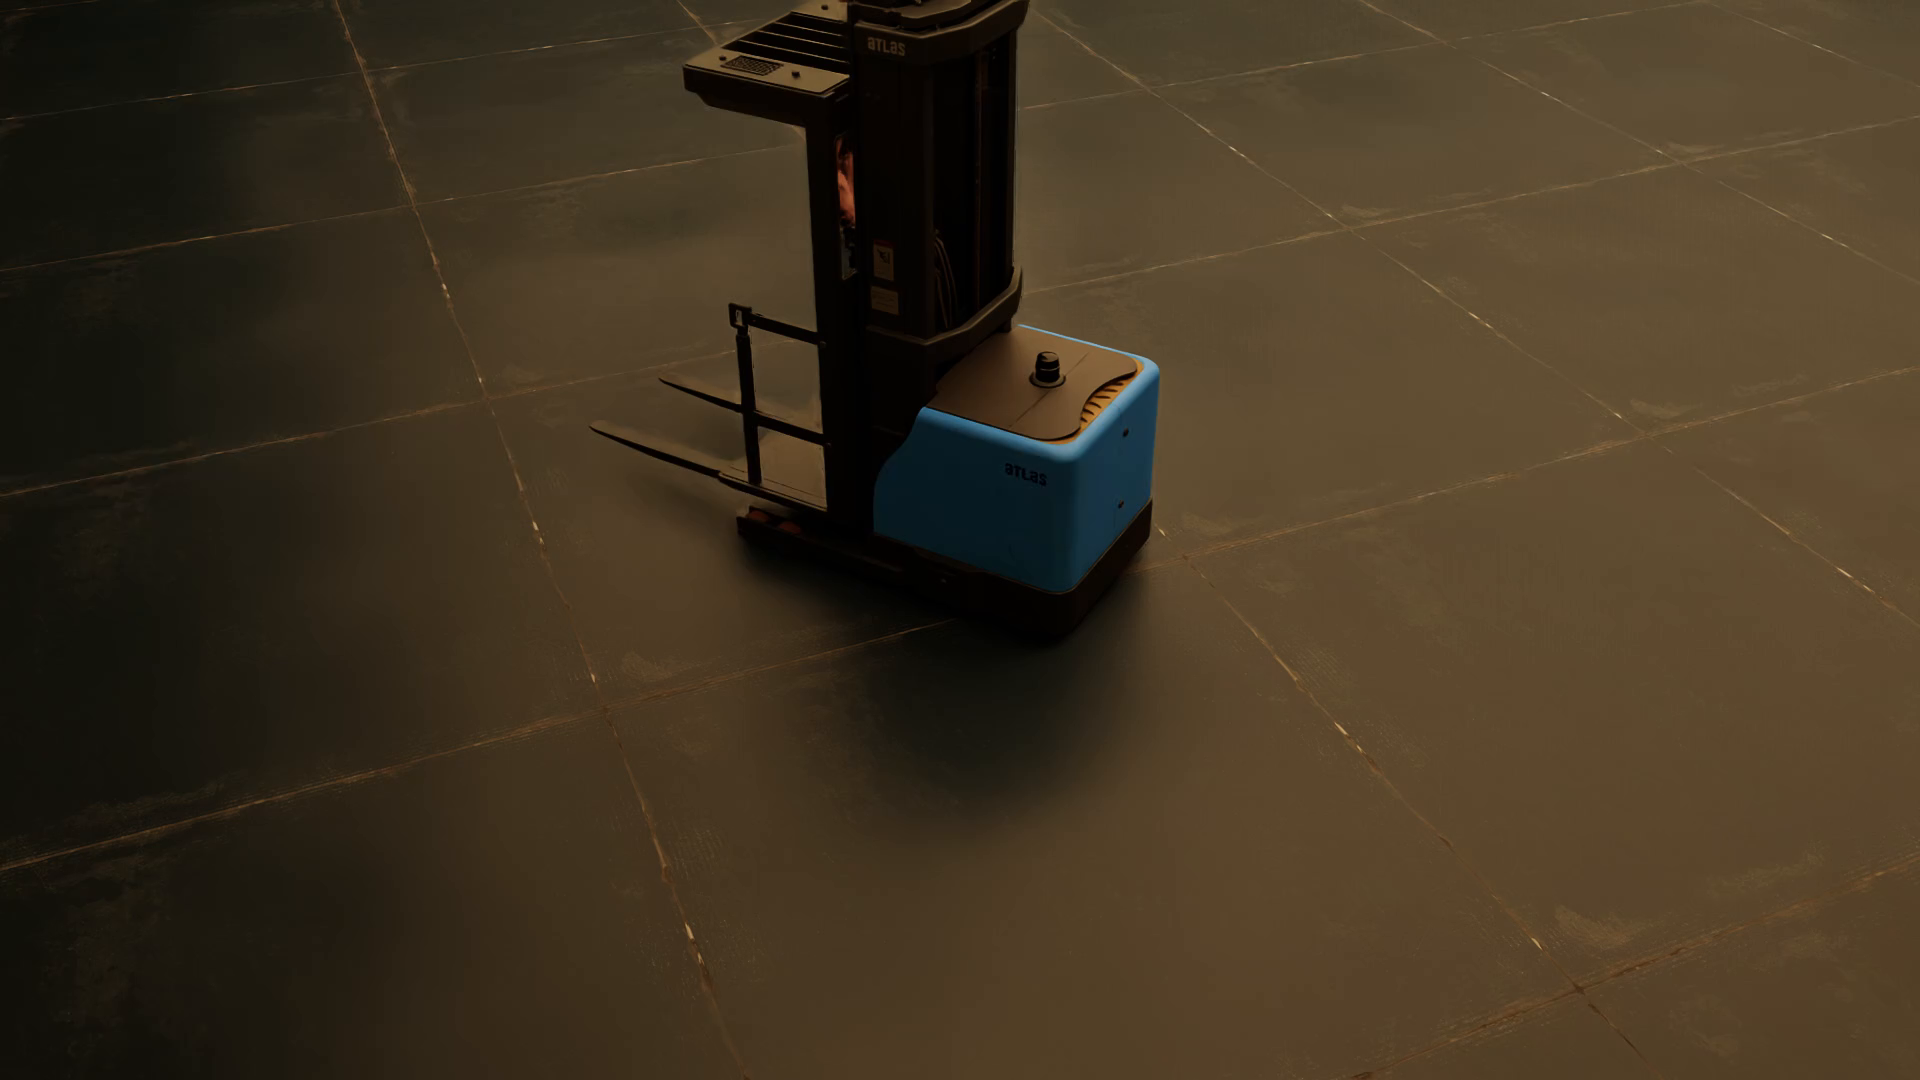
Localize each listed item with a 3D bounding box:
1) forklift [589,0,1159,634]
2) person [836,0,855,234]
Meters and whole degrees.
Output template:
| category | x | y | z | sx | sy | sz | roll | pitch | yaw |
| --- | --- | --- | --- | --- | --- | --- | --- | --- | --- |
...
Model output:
| category | x | y | z | sx | sy | sz | roll | pitch | yaw |
| --- | --- | --- | --- | --- | --- | --- | --- | --- | --- |
| forklift | -0.561 | -1.368 | 8.022 | 3.031 | 2.935 | 1.130 | 18 | 39 | 24 |
| person | -0.800 | -2.905 | 11.295 | 0.837 | 1.659 | 0.700 | -23 | 41 | -29 |
